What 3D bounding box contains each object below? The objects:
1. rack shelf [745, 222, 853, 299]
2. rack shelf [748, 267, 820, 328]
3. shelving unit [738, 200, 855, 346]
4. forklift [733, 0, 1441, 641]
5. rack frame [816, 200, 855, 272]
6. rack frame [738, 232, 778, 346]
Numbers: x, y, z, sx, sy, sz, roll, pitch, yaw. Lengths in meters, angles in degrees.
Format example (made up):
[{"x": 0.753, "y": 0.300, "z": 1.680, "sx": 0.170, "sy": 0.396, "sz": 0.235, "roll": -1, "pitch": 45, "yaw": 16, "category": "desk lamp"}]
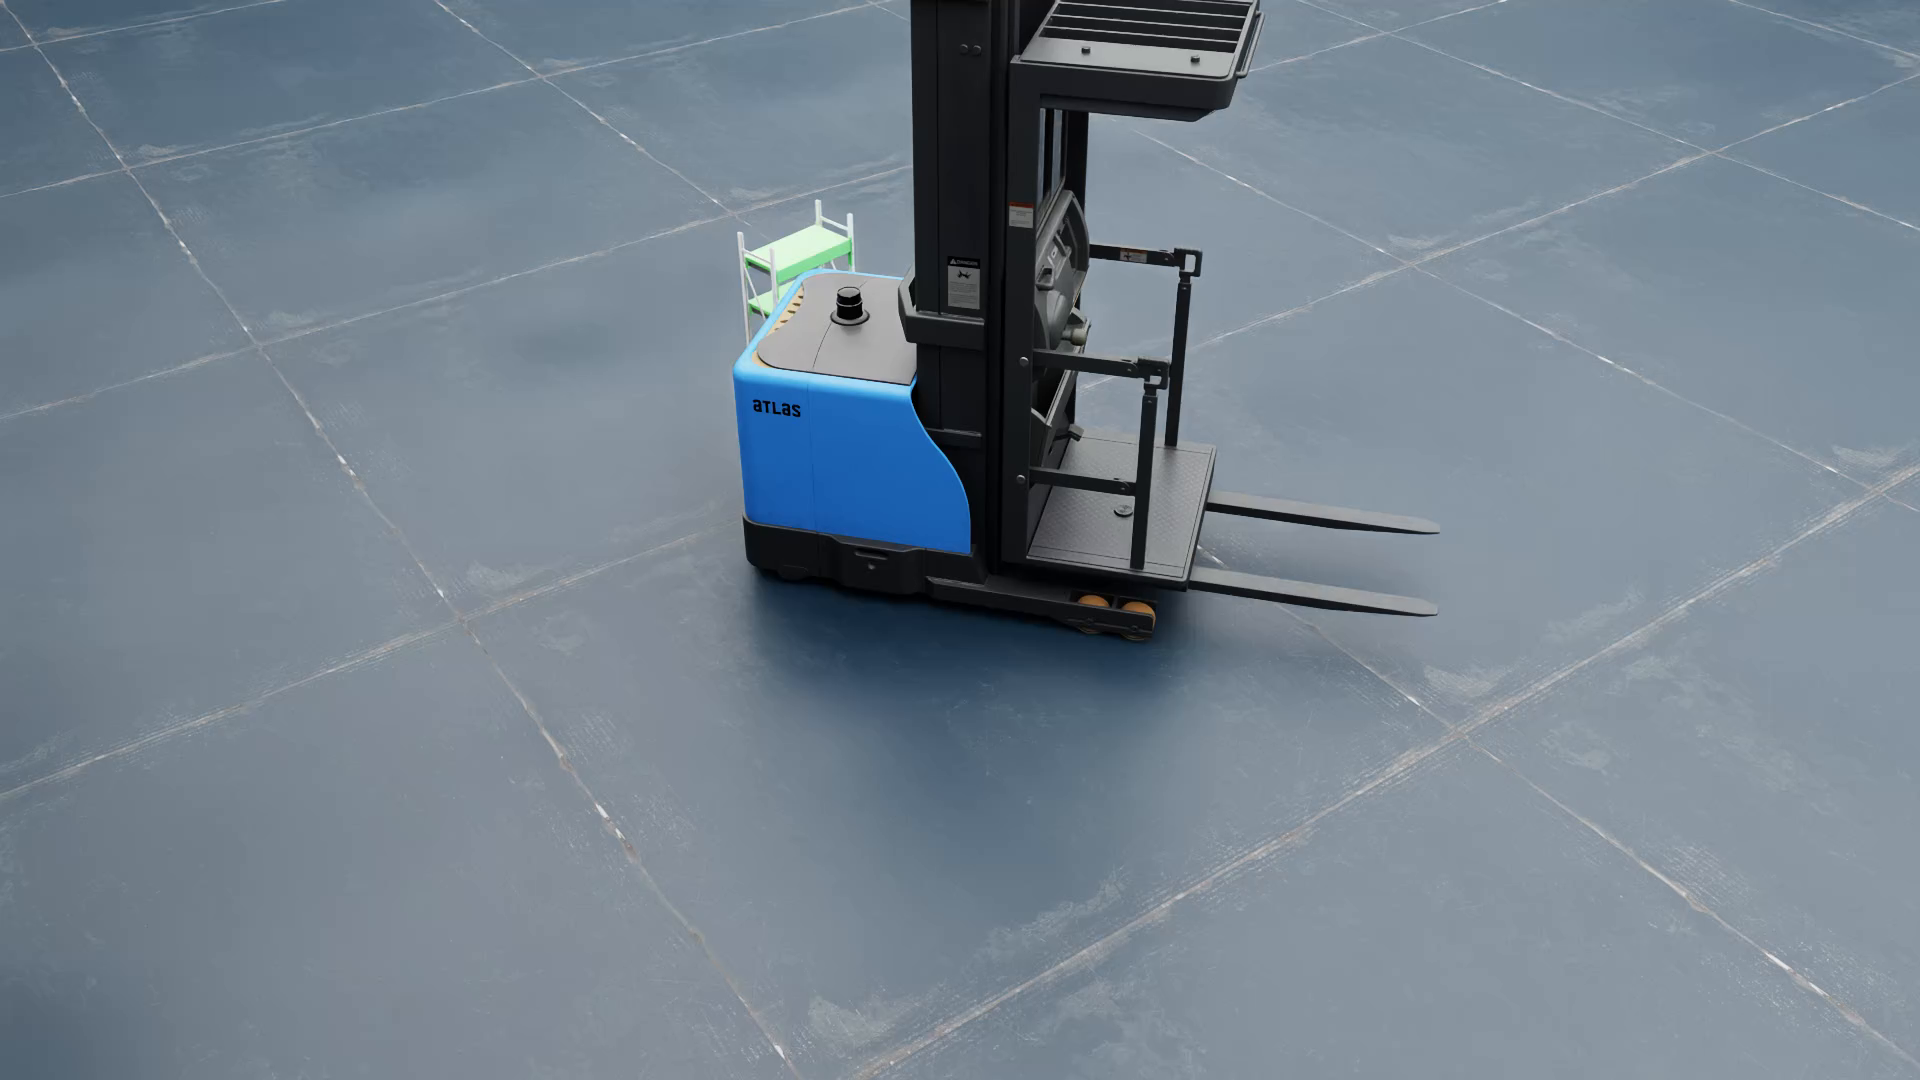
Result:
[{"x": -0.766, "y": -1.324, "z": 7.851, "sx": 0.258, "sy": 0.148, "sz": 0.480, "roll": 29, "pitch": 45, "yaw": 34, "category": "rack shelf"}, {"x": -0.766, "y": -1.129, "z": 7.991, "sx": 0.258, "sy": 0.148, "sz": 0.480, "roll": 29, "pitch": 45, "yaw": 34, "category": "rack shelf"}, {"x": -0.766, "y": -0.986, "z": 8.094, "sx": 0.258, "sy": 1.200, "sz": 0.503, "roll": 29, "pitch": 45, "yaw": 34, "category": "shelving unit"}, {"x": 0.606, "y": -1.101, "z": 6.771, "sx": 3.031, "sy": 2.935, "sz": 1.130, "roll": 8, "pitch": 37, "yaw": 11, "category": "forklift"}, {"x": -0.599, "y": -1.090, "z": 8.238, "sx": 0.240, "sy": 1.200, "sz": 0.015, "roll": 29, "pitch": 45, "yaw": 34, "category": "rack frame"}, {"x": -0.933, "y": -0.882, "z": 7.949, "sx": 0.240, "sy": 1.200, "sz": 0.015, "roll": 29, "pitch": 45, "yaw": 34, "category": "rack frame"}]
